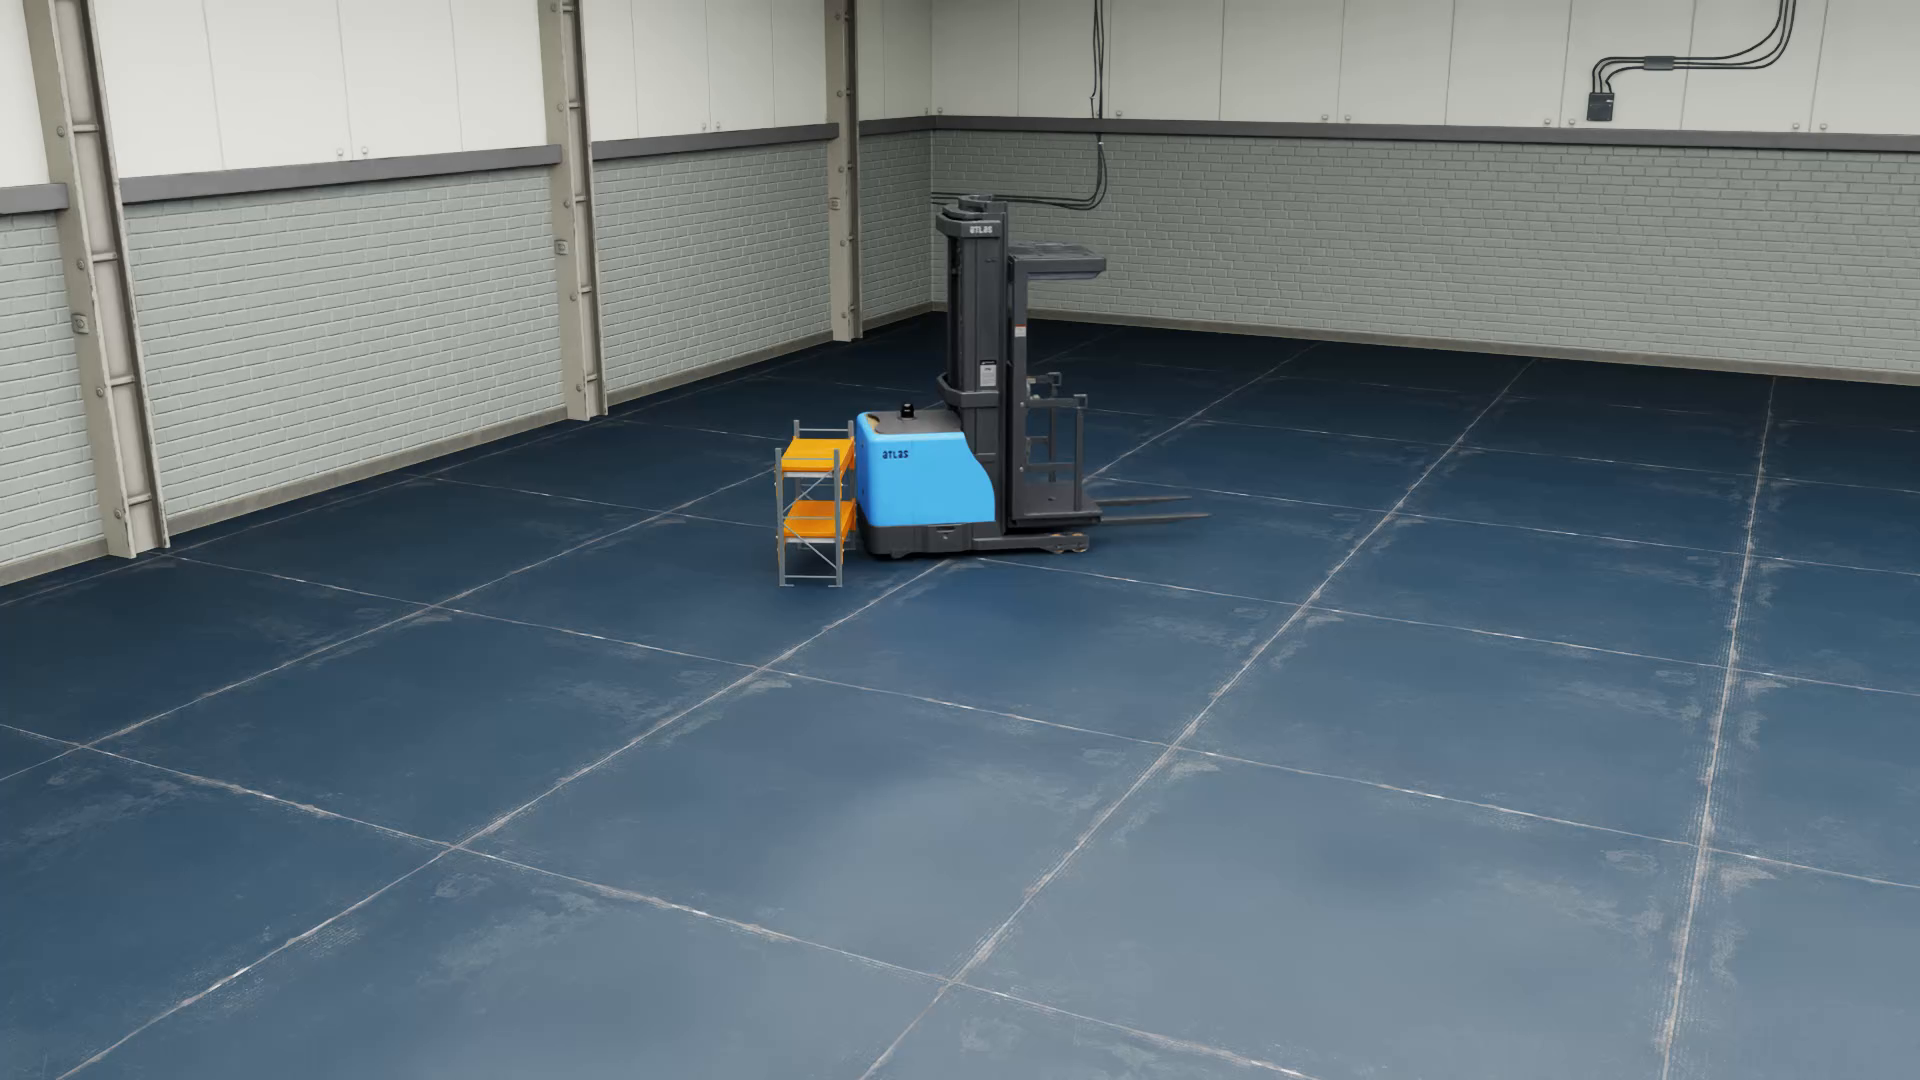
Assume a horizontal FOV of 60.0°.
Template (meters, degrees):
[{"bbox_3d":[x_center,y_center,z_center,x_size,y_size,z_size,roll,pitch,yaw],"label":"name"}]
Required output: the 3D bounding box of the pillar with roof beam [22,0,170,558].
[{"bbox_3d":[-3.177,-3.679,11.108,9.100,9.000,0.400,8,18,25],"label":"pillar with roof beam"}]

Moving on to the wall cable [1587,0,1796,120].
[{"bbox_3d":[9.319,-8.284,20.638,2.305,6.003,0.169,8,18,25],"label":"wall cable"}]

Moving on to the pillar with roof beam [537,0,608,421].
[{"bbox_3d":[-0.496,-5.208,16.253,9.100,9.000,0.400,8,18,25],"label":"pillar with roof beam"}]

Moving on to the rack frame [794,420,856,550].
[{"bbox_3d":[-1.144,-0.460,14.098,0.500,1.125,0.032,1,17,3],"label":"rack frame"}]

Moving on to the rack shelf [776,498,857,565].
[{"bbox_3d":[-1.167,-0.081,13.680,0.538,0.278,1.000,1,17,3],"label":"rack shelf"}]

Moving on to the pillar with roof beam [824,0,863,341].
[{"bbox_3d":[2.185,-6.736,21.399,9.100,9.000,0.400,8,18,25],"label":"pillar with roof beam"}]

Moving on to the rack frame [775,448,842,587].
[{"bbox_3d":[-1.191,-0.171,13.124,0.500,1.125,0.032,1,17,3],"label":"rack frame"}]

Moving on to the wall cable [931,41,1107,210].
[{"bbox_3d":[0.833,-6.377,25.645,3.097,2.526,0.112,8,18,25],"label":"wall cable"}]

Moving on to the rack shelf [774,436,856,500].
[{"bbox_3d":[-1.167,-0.596,13.527,0.538,0.278,1.000,1,17,3],"label":"rack shelf"}]

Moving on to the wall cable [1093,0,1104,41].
[{"bbox_3d":[3.254,-8.454,23.767,3.097,2.526,0.112,8,18,25],"label":"wall cable"}]

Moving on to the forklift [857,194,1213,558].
[{"bbox_3d":[0.655,-1.431,14.195,3.031,2.935,1.130,-3,17,-9],"label":"forklift"}]

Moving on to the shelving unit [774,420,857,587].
[{"bbox_3d":[-1.167,-0.315,13.611,0.538,1.125,1.048,1,17,3],"label":"shelving unit"}]
